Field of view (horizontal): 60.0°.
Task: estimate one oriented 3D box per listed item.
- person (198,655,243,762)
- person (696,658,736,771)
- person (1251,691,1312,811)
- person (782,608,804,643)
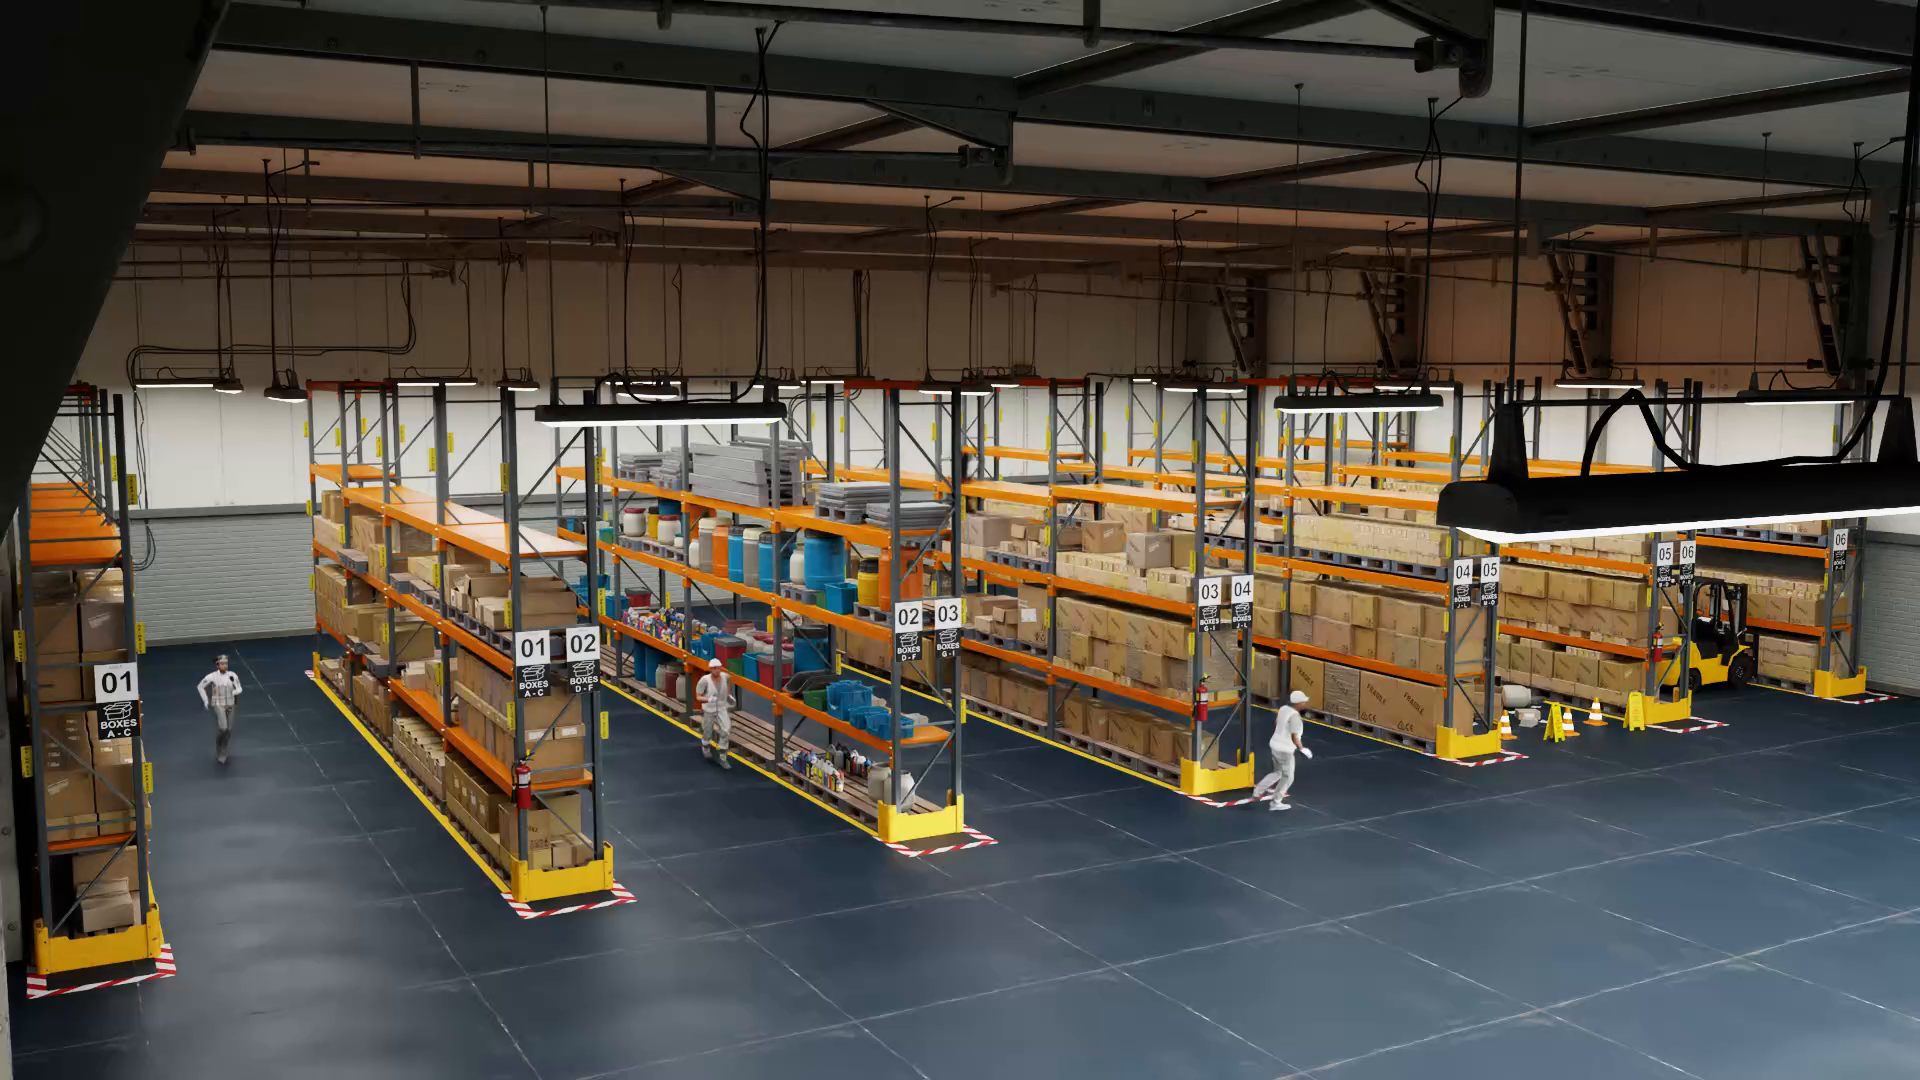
[{"bbox_3d":[-11.746,2.677,26.512,0.597,1.718,0.685,-6,8,-44],"label":"person"},{"bbox_3d":[-3.829,2.692,26.088,0.690,1.755,0.997,-2,7,-21],"label":"person"},{"bbox_3d":[4.547,2.979,23.572,0.772,1.715,0.671,-1,6,-9],"label":"person"},{"bbox_3d":[-3.438,1.855,34.275,0.535,1.738,0.848,-2,7,-21],"label":"person"}]
